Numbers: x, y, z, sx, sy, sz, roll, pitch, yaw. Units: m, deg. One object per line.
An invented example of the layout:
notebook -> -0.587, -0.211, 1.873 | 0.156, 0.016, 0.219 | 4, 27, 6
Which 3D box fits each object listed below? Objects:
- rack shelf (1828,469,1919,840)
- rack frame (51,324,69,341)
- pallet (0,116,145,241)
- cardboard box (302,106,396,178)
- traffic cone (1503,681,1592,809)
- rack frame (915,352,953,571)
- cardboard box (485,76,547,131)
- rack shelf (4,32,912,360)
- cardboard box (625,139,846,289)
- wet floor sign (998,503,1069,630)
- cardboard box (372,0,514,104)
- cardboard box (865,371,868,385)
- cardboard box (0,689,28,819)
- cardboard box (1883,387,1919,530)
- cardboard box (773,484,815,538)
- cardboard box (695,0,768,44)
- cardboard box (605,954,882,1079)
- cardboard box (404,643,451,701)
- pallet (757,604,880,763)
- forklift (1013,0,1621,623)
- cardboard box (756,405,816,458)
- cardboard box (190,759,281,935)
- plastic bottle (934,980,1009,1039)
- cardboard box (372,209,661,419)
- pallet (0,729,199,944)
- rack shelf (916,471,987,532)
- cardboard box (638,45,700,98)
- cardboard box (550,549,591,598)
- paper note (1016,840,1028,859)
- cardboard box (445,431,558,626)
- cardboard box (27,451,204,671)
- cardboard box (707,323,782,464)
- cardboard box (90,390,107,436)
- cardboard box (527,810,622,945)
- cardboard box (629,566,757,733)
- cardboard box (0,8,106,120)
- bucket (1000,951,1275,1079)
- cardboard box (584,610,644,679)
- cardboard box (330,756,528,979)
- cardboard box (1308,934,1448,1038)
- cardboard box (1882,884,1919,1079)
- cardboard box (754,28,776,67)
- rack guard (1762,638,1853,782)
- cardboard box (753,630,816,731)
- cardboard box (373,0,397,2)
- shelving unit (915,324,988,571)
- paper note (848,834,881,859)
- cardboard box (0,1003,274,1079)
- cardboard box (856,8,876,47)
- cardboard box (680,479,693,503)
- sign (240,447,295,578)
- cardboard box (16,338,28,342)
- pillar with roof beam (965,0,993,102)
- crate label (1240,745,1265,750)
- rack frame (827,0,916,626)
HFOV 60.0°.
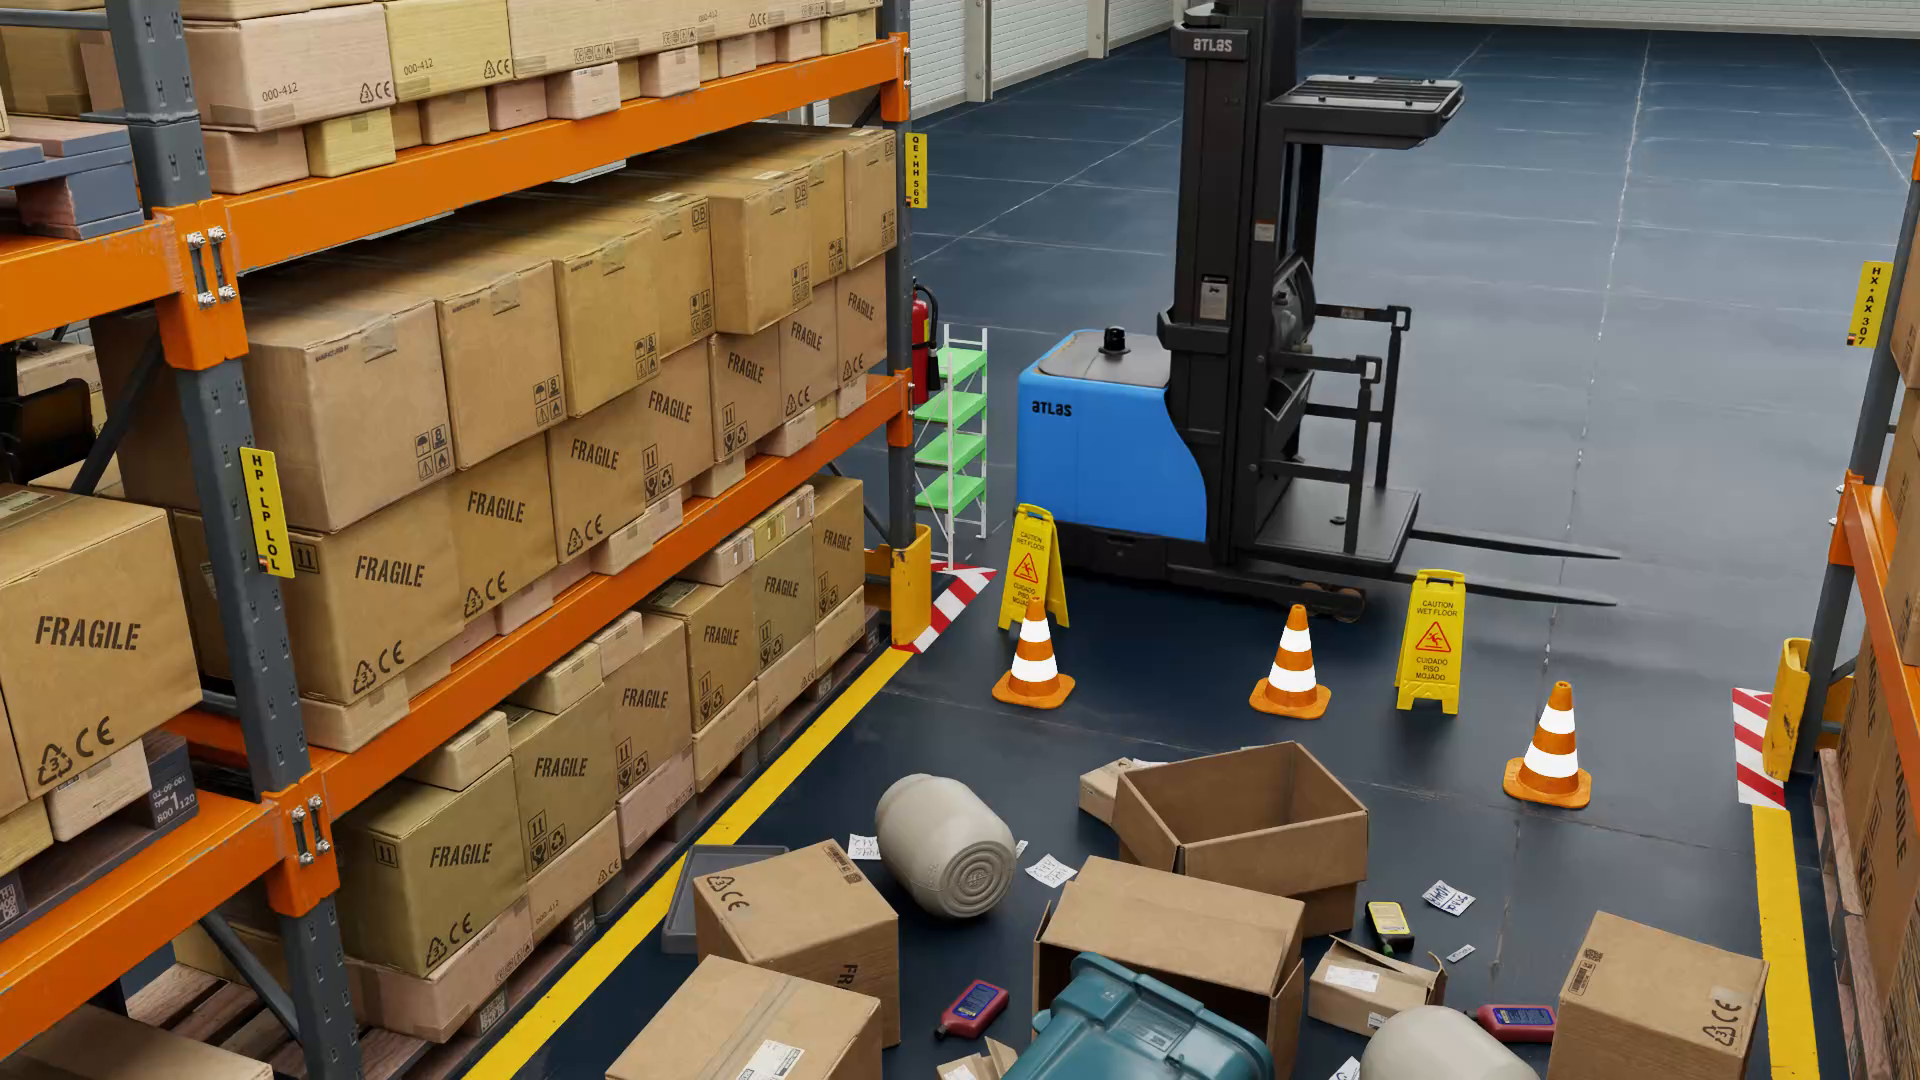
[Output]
rack shelf -> 3.190, 0.681, 4.662 | 1.077, 0.370, 4.000 | 9, 24, 20
rack frame -> -5.311, -1.749, 9.545 | 1.000, 3.000, 0.127 | 9, 24, 20
pallet -> -2.515, -0.700, 3.385 | 1.213, 0.211, 1.003 | 9, 24, 20
cardboard box -> -1.691, -1.038, 4.277 | 0.380, 0.149, 0.250 | 9, 24, 20
traffic cone -> 2.417, 0.791, 6.757 | 0.336, 0.463, 0.334 | 9, 24, 20
rack frame -> -0.152, -0.407, 8.668 | 0.240, 1.200, 0.015 | 9, 24, 20
cardboard box -> -1.465, -1.321, 4.954 | 0.380, 0.149, 0.250 | 8, 24, 18
rack shelf -> -1.444, -1.376, 5.694 | 1.077, 0.370, 4.000 | 9, 24, 20
cardboard box -> -0.883, -1.290, 6.634 | 0.700, 0.500, 0.500 | 9, 24, 21
wet floor sign -> 0.363, 0.132, 8.096 | 0.267, 0.644, 0.232 | 19, 29, 38
cardboard box -> -1.586, -1.364, 4.541 | 0.500, 0.250, 0.500 | 9, 24, 20
cardboard box -> -0.641, -0.759, 7.501 | 0.380, 0.149, 0.250 | 10, 25, 22
cardboard box -> -2.328, 0.391, 3.362 | 0.500, 0.500, 0.500 | 9, 24, 20
cardboard box -> 3.837, -0.297, 5.874 | 0.875, 0.550, 0.550 | 9, 24, 20
cardboard box -> -0.830, -0.145, 6.913 | 0.380, 0.149, 0.250 | 10, 24, 22
cardboard box -> -1.017, -1.904, 5.833 | 0.500, 0.250, 0.500 | 9, 24, 22
cardboard box -> -0.523, 1.440, 4.171 | 0.500, 0.500, 0.500 | 9, 24, 20
cardboard box -> -1.726, 0.343, 4.862 | 0.380, 0.149, 0.250 | 10, 24, 22
pallet -> -1.064, 0.560, 7.635 | 1.003, 0.211, 1.213 | 9, 24, 20
forklift -> 1.851, -1.174, 8.257 | 3.031, 2.935, 1.130 | 9, 24, 20
cardboard box -> -0.815, -0.467, 6.803 | 0.380, 0.149, 0.250 | 9, 24, 21
cardboard box -> -2.216, 0.871, 5.323 | 0.500, 0.500, 0.500 | 8, 24, 19
plastic bottle -> 0.034, 1.555, 5.449 | 0.133, 0.061, 0.283 | 13, 26, 29
cardboard box -> -1.400, -0.735, 5.304 | 0.700, 0.500, 0.500 | 8, 24, 19
pallet -> -2.605, 0.733, 3.852 | 1.003, 0.211, 1.213 | 9, 24, 20
rack shelf -> -0.061, -0.214, 8.994 | 0.258, 0.148, 0.480 | 9, 24, 20
cardboard box -> -1.103, -1.584, 5.584 | 0.380, 0.149, 0.250 | 8, 24, 19
cardboard box -> -1.461, 0.061, 5.539 | 0.380, 0.149, 0.250 | 9, 24, 20
paper note -> 0.228, 1.189, 6.390 | 0.032, 0.001, 0.123 | 9, 24, 20
cardboard box -> -1.599, -0.092, 5.062 | 0.500, 0.500, 0.500 | 9, 24, 20
cardboard box -> -2.252, 0.014, 4.809 | 0.500, 0.500, 0.500 | 8, 24, 19
cardboard box -> -1.026, -0.632, 6.356 | 0.500, 0.500, 0.500 | 9, 24, 20
cardboard box -> -5.201, -0.685, 9.373 | 0.500, 0.250, 0.500 | 8, 24, 19
cardboard box -> -1.529, 1.102, 5.743 | 0.500, 0.250, 0.500 | 10, 25, 23
cardboard box -> -1.141, 0.380, 6.497 | 0.500, 0.500, 0.500 | 8, 24, 19
cardboard box -> -2.272, -1.257, 4.285 | 0.500, 0.250, 0.500 | 9, 24, 20
bucket -> 0.357, 1.495, 4.054 | 0.726, 0.611, 0.620 | 19, 39, 38
cardboard box -> -1.328, 0.332, 5.771 | 0.380, 0.149, 0.250 | 10, 25, 23
cardboard box -> -1.717, 0.949, 5.137 | 0.500, 0.500, 0.500 | 10, 25, 23
cardboard box -> 1.375, 1.447, 5.440 | 0.396, 0.266, 0.258 | 13, 26, 29
cardboard box -> 3.077, 1.313, 4.427 | 0.875, 0.875, 0.875 | 9, 24, 20
cardboard box -> -0.922, -1.875, 6.281 | 0.380, 0.149, 0.250 | 9, 24, 20
rack guard -> 3.942, 0.778, 6.739 | 1.175, 0.500, 0.348 | 9, 24, 20
cardboard box -> -0.951, 0.548, 7.070 | 0.500, 0.250, 0.500 | 9, 24, 20
cardboard box -> -1.590, -1.500, 4.350 | 0.380, 0.149, 0.250 | 8, 24, 18
shelving unit -> -0.061, -0.494, 8.877 | 0.258, 1.200, 0.503 | 9, 24, 20
paper note -> -0.357, 1.177, 6.393 | 0.142, 0.019, 0.148 | 1, 23, 2
cardboard box -> -2.379, 1.599, 4.395 | 0.950, 0.372, 0.625 | 9, 24, 21
cardboard box -> -0.574, -2.140, 6.915 | 0.380, 0.149, 0.250 | 9, 24, 20
cardboard box -> -1.227, -0.215, 6.198 | 0.380, 0.149, 0.250 | 9, 24, 20
sign -> -1.670, -0.064, 4.009 | 0.100, 0.325, 0.005 | 9, 24, 20
cardboard box -> -5.665, -0.990, 9.454 | 0.500, 0.250, 0.500 | 8, 24, 19
pillar with roof beam -> 4.277, -10.222, 22.046 | 9.100, 9.000, 0.400 | 9, 24, 20
crate label -> 1.260, 0.948, 6.804 | 0.250, 0.136, 0.298 | -3, 23, -8
rack frame -> -0.701, -1.039, 7.846 | 1.000, 3.000, 0.127 | 9, 24, 20
